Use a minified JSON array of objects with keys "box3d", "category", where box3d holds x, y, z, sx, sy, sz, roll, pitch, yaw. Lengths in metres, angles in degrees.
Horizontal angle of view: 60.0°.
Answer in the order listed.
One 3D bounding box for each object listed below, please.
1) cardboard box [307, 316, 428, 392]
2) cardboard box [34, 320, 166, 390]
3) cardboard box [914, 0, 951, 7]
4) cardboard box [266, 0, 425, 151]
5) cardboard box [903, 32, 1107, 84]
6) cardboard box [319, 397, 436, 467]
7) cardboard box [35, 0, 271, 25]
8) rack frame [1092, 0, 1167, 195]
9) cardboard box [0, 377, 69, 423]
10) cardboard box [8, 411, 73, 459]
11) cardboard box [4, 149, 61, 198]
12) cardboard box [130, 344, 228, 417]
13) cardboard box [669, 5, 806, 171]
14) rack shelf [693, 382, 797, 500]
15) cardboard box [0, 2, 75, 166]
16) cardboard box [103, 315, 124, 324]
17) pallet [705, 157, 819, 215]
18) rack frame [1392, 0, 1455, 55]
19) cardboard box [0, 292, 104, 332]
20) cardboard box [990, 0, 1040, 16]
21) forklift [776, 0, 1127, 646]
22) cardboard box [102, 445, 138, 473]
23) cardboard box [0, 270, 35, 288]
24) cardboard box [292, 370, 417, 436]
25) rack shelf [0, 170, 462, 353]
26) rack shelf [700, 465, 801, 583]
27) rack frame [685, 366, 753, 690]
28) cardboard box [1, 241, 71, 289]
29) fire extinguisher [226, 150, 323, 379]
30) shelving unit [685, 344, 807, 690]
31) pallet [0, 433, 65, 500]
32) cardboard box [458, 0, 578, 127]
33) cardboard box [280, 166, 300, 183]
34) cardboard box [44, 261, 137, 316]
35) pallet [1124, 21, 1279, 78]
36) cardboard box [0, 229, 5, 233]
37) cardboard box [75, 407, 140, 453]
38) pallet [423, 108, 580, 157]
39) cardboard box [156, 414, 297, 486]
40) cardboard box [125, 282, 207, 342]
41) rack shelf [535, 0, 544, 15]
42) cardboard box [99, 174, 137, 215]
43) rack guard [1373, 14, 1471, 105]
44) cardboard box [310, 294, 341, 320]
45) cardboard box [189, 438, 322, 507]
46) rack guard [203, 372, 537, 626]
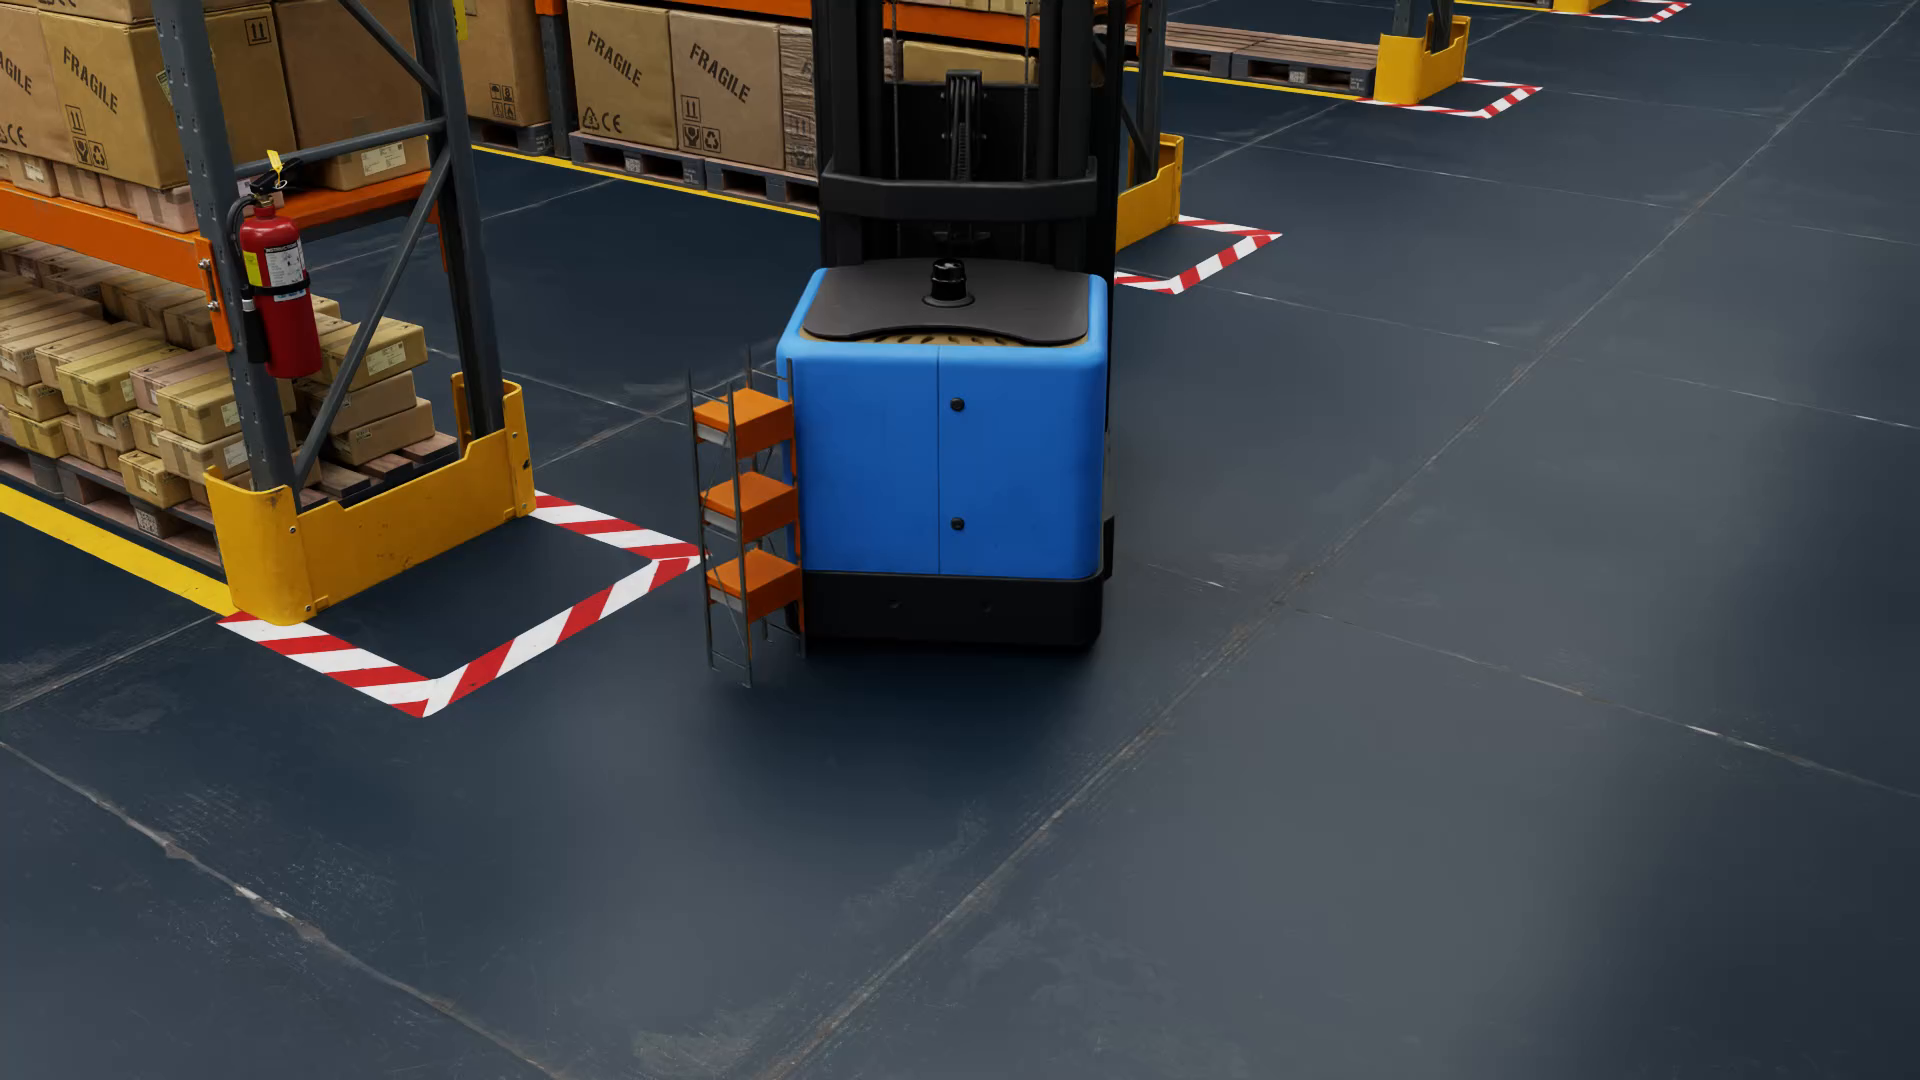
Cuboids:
[{"box3d":[-2.278,-0.717,6.376,0.250,0.149,0.380,16,31,28],"category":"cardboard box"},{"box3d":[-3.256,-0.692,6.326,0.250,0.149,0.380,16,31,28],"category":"cardboard box"},{"box3d":[-0.050,-3.090,9.291,0.250,0.149,0.380,17,32,30],"category":"cardboard box"},{"box3d":[-2.252,-1.669,5.785,0.500,0.500,0.500,19,33,33],"category":"cardboard box"},{"box3d":[0.280,-2.477,9.689,0.875,0.875,0.875,17,32,30],"category":"cardboard box"},{"box3d":[-2.289,-0.445,6.496,0.250,0.149,0.380,18,32,31],"category":"cardboard box"},{"box3d":[-2.557,-1.921,5.177,0.500,0.500,0.500,17,31,29],"category":"cardboard box"},{"box3d":[0.853,-3.102,9.038,0.127,3.000,1.000,17,32,30],"category":"rack frame"},{"box3d":[-3.499,-0.613,6.499,0.250,0.149,0.380,18,32,31],"category":"cardboard box"},{"box3d":[-3.486,-0.476,6.559,0.250,0.149,0.380,16,31,28],"category":"cardboard box"},{"box3d":[-3.090,-1.333,5.840,0.250,0.149,0.380,18,32,32],"category":"cardboard box"},{"box3d":[-2.793,-0.583,6.112,0.250,0.149,0.380,18,32,31],"category":"cardboard box"},{"box3d":[-1.204,-2.939,10.597,0.875,0.875,0.875,17,32,30],"category":"cardboard box"},{"box3d":[-0.663,-0.306,5.091,0.215,0.259,0.240,21,34,35],"category":"rack shelf"},{"box3d":[-2.976,-1.604,5.657,0.500,0.500,0.500,17,31,30],"category":"cardboard box"},{"box3d":[-3.440,-0.868,7.000,0.250,0.149,0.380,19,33,33],"category":"cardboard box"},{"box3d":[-0.852,-2.349,10.633,1.213,0.211,1.003,17,32,30],"category":"pallet"},{"box3d":[3.657,-4.954,12.677,0.127,3.000,1.000,17,32,30],"category":"rack frame"},{"box3d":[-3.664,-0.849,6.636,0.250,0.149,0.380,16,31,29],"category":"cardboard box"},{"box3d":[0.373,-2.958,9.033,0.250,0.149,0.380,18,32,31],"category":"cardboard box"},{"box3d":[0.049,-1.595,6.152,1.130,2.935,3.031,2,27,4],"category":"forklift"},{"box3d":[-3.029,-0.376,6.361,0.250,0.149,0.380,17,32,30],"category":"cardboard box"},{"box3d":[-4.077,-0.984,6.900,0.250,0.149,0.380,16,31,28],"category":"cardboard box"},{"box3d":[-2.325,-0.553,6.382,0.250,0.149,0.380,19,32,32],"category":"cardboard box"},{"box3d":[-3.687,-1.467,6.618,4.000,0.370,1.077,17,32,30],"category":"rack shelf"},{"box3d":[-0.663,-0.053,5.220,0.215,0.259,0.240,21,34,35],"category":"rack shelf"},{"box3d":[-0.741,-0.020,5.132,0.200,1.050,0.008,21,34,35],"category":"rack frame"},{"box3d":[-4.008,-1.246,7.415,0.250,0.149,0.380,16,31,28],"category":"cardboard box"},{"box3d":[-2.092,-0.836,5.082,0.183,0.674,0.296,17,32,30],"category":"fire extinguisher"},{"box3d":[-0.663,-0.062,5.215,0.215,1.050,0.252,21,34,35],"category":"shelving unit"},{"box3d":[-3.752,-0.586,7.168,1.213,0.211,1.003,17,32,30],"category":"pallet"},{"box3d":[-2.983,-3.526,11.752,0.875,0.875,1.225,17,32,30],"category":"cardboard box"},{"box3d":[-2.353,-1.417,6.005,0.250,0.149,0.380,19,32,32],"category":"cardboard box"},{"box3d":[-3.636,-1.076,7.082,0.250,0.149,0.380,17,32,30],"category":"cardboard box"},{"box3d":[1.998,-4.251,14.370,1.213,0.211,1.003,17,32,30],"category":"pallet"},{"box3d":[-4.453,-1.376,7.672,0.250,0.149,0.380,17,32,30],"category":"cardboard box"},{"box3d":[-3.065,-0.484,6.247,0.250,0.149,0.380,16,31,28],"category":"cardboard box"},{"box3d":[-3.123,-3.056,12.023,1.213,0.211,1.003,17,32,30],"category":"pallet"},{"box3d":[-2.635,-0.352,5.986,0.250,0.149,0.380,16,31,29],"category":"cardboard box"},{"box3d":[-3.183,-0.963,6.859,0.250,0.149,0.380,19,32,32],"category":"cardboard box"},{"box3d":[-4.093,-4.322,12.229,4.000,0.370,1.077,17,32,30],"category":"rack shelf"},{"box3d":[-2.651,-1.218,5.612,0.250,0.149,0.380,17,32,30],"category":"cardboard box"},{"box3d":[3.684,-3.838,13.241,0.348,0.500,1.175,17,32,30],"category":"rack guard"},{"box3d":[-2.709,-0.855,6.648,0.250,0.149,0.380,17,32,30],"category":"cardboard box"},{"box3d":[-2.591,-0.247,6.109,0.250,0.149,0.380,18,32,31],"category":"cardboard box"},{"box3d":[-2.101,-0.179,6.051,0.348,0.500,1.175,17,32,30],"category":"rack guard"}]
